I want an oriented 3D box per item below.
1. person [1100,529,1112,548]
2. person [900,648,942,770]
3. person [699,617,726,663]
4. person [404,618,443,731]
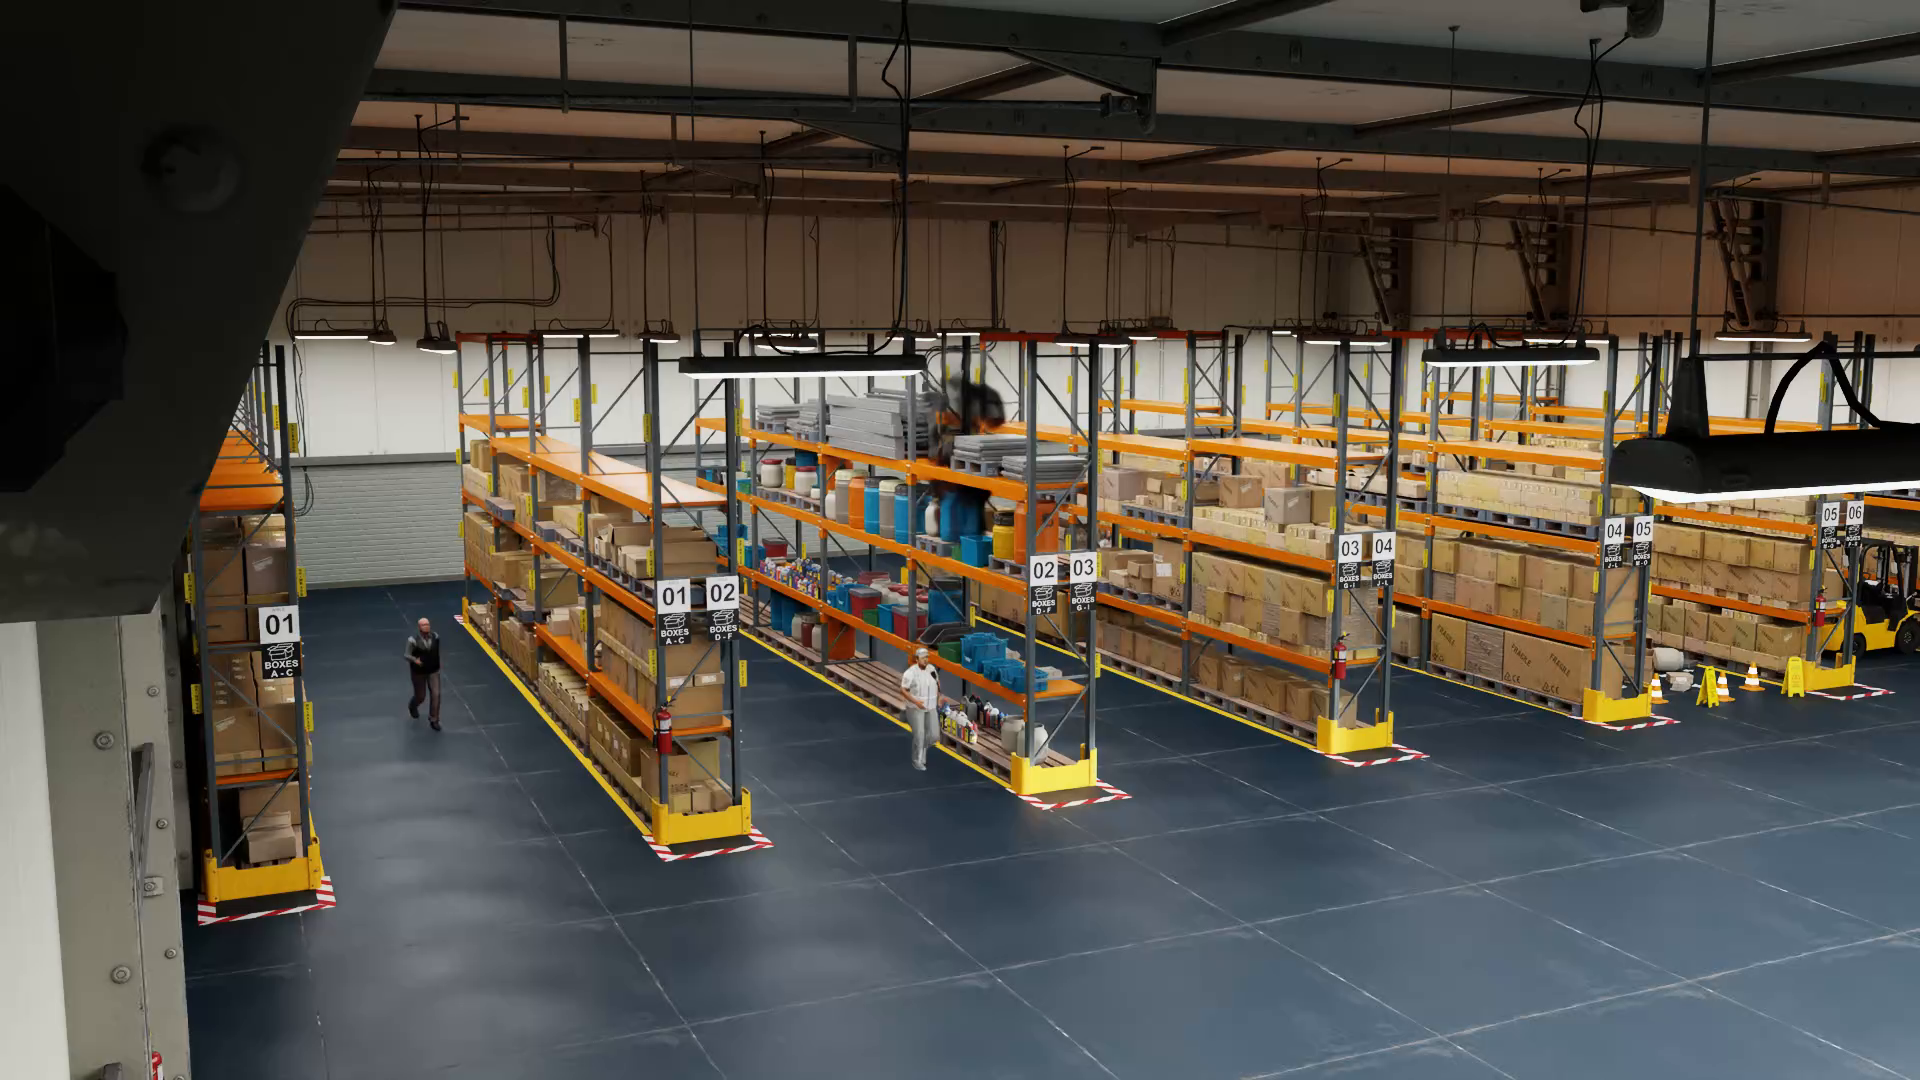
[{"bbox_3d":[3.369,0.517,37.319,0.556,1.553,0.764,-2,8,-15],"label":"person"},{"bbox_3d":[-0.487,2.253,22.233,0.651,1.648,0.535,-5,9,-32],"label":"person"},{"bbox_3d":[-4.179,1.705,28.642,0.503,1.556,0.629,-6,9,-36],"label":"person"},{"bbox_3d":[-8.257,2.035,25.634,0.646,1.712,0.927,-6,10,-36],"label":"person"}]
